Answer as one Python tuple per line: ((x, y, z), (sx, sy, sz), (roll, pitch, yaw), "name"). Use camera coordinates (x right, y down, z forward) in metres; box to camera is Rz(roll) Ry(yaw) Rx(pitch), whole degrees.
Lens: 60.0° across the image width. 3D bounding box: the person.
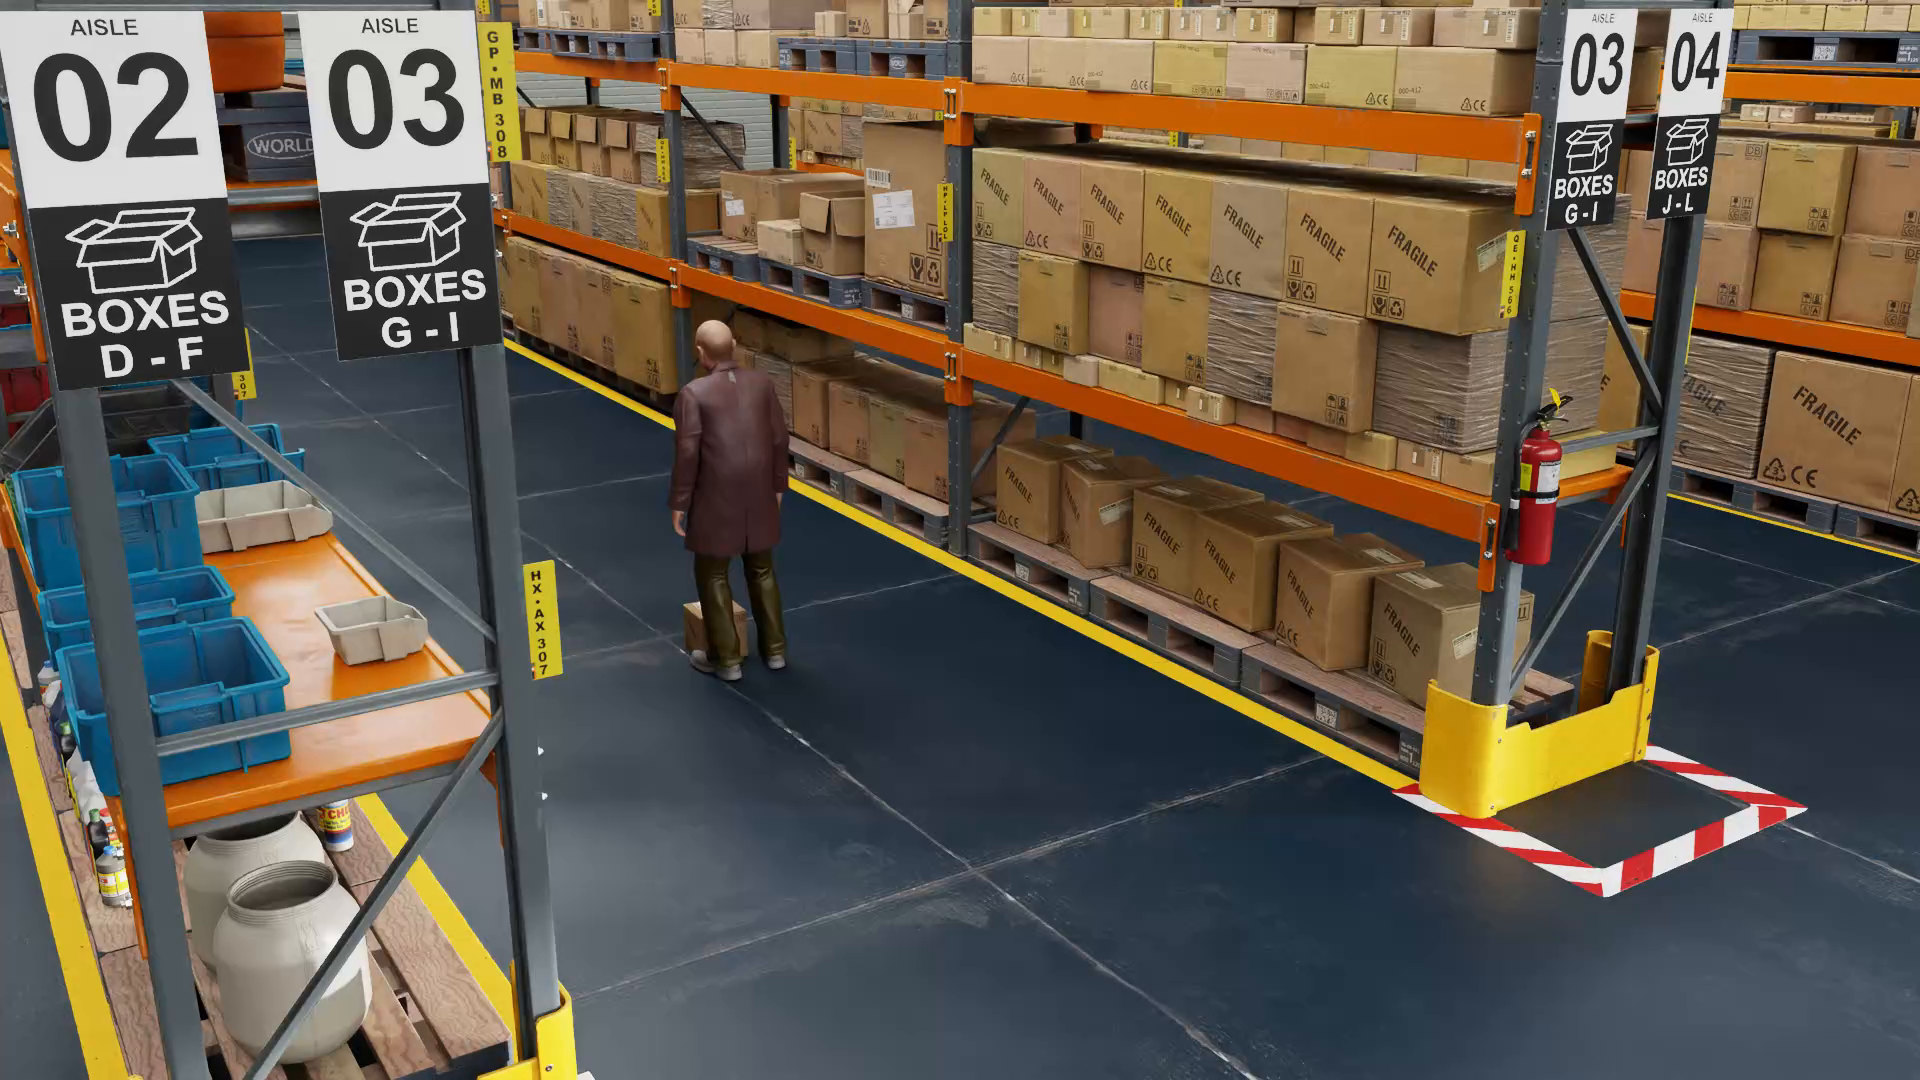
((-1.130, -0.195, 8.185), (0.654, 1.774, 0.415), (-12, 21, -33), "person")
